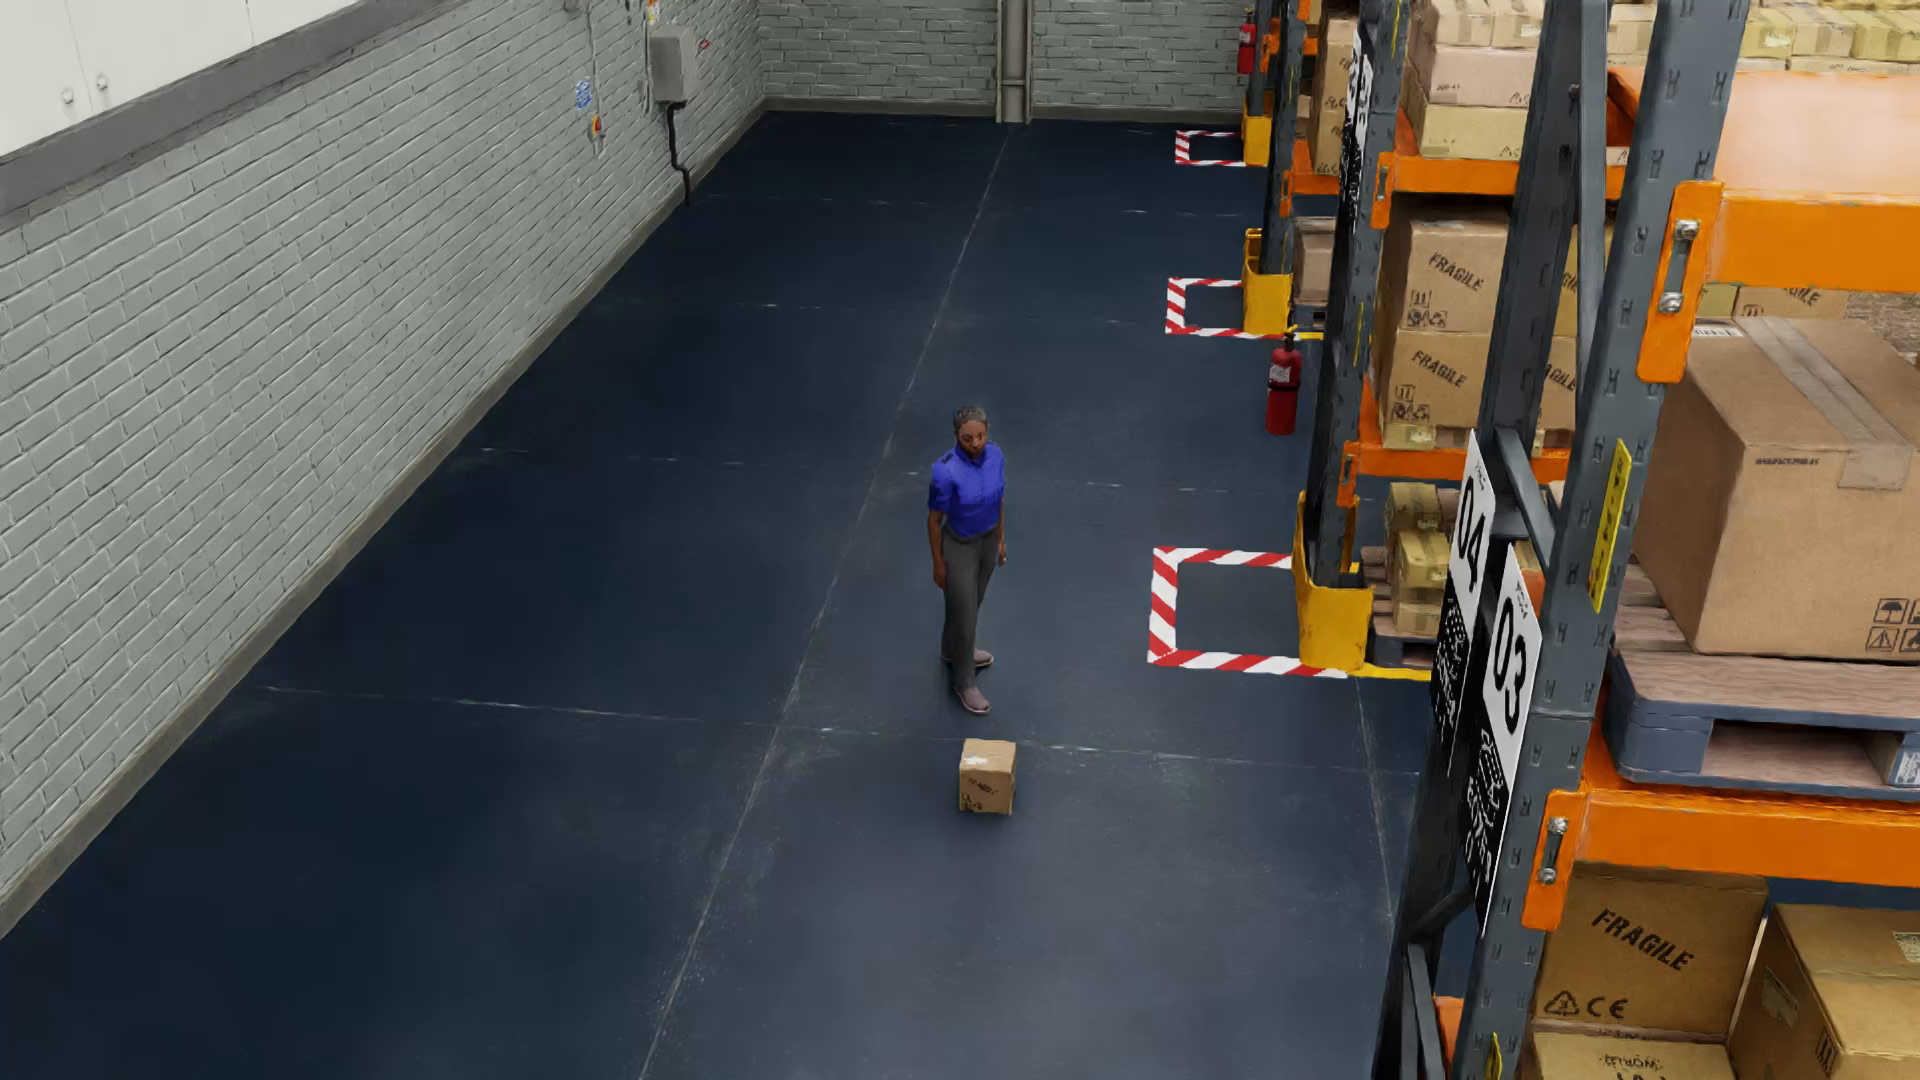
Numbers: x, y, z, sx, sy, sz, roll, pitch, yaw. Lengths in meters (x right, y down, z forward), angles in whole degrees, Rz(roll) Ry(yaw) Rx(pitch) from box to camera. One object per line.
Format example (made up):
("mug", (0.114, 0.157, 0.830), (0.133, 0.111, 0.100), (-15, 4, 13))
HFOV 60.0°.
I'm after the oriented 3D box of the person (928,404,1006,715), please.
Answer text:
("person", (0.044, 0.047, 8.540), (0.465, 1.657, 0.551), (-25, 37, -38))
